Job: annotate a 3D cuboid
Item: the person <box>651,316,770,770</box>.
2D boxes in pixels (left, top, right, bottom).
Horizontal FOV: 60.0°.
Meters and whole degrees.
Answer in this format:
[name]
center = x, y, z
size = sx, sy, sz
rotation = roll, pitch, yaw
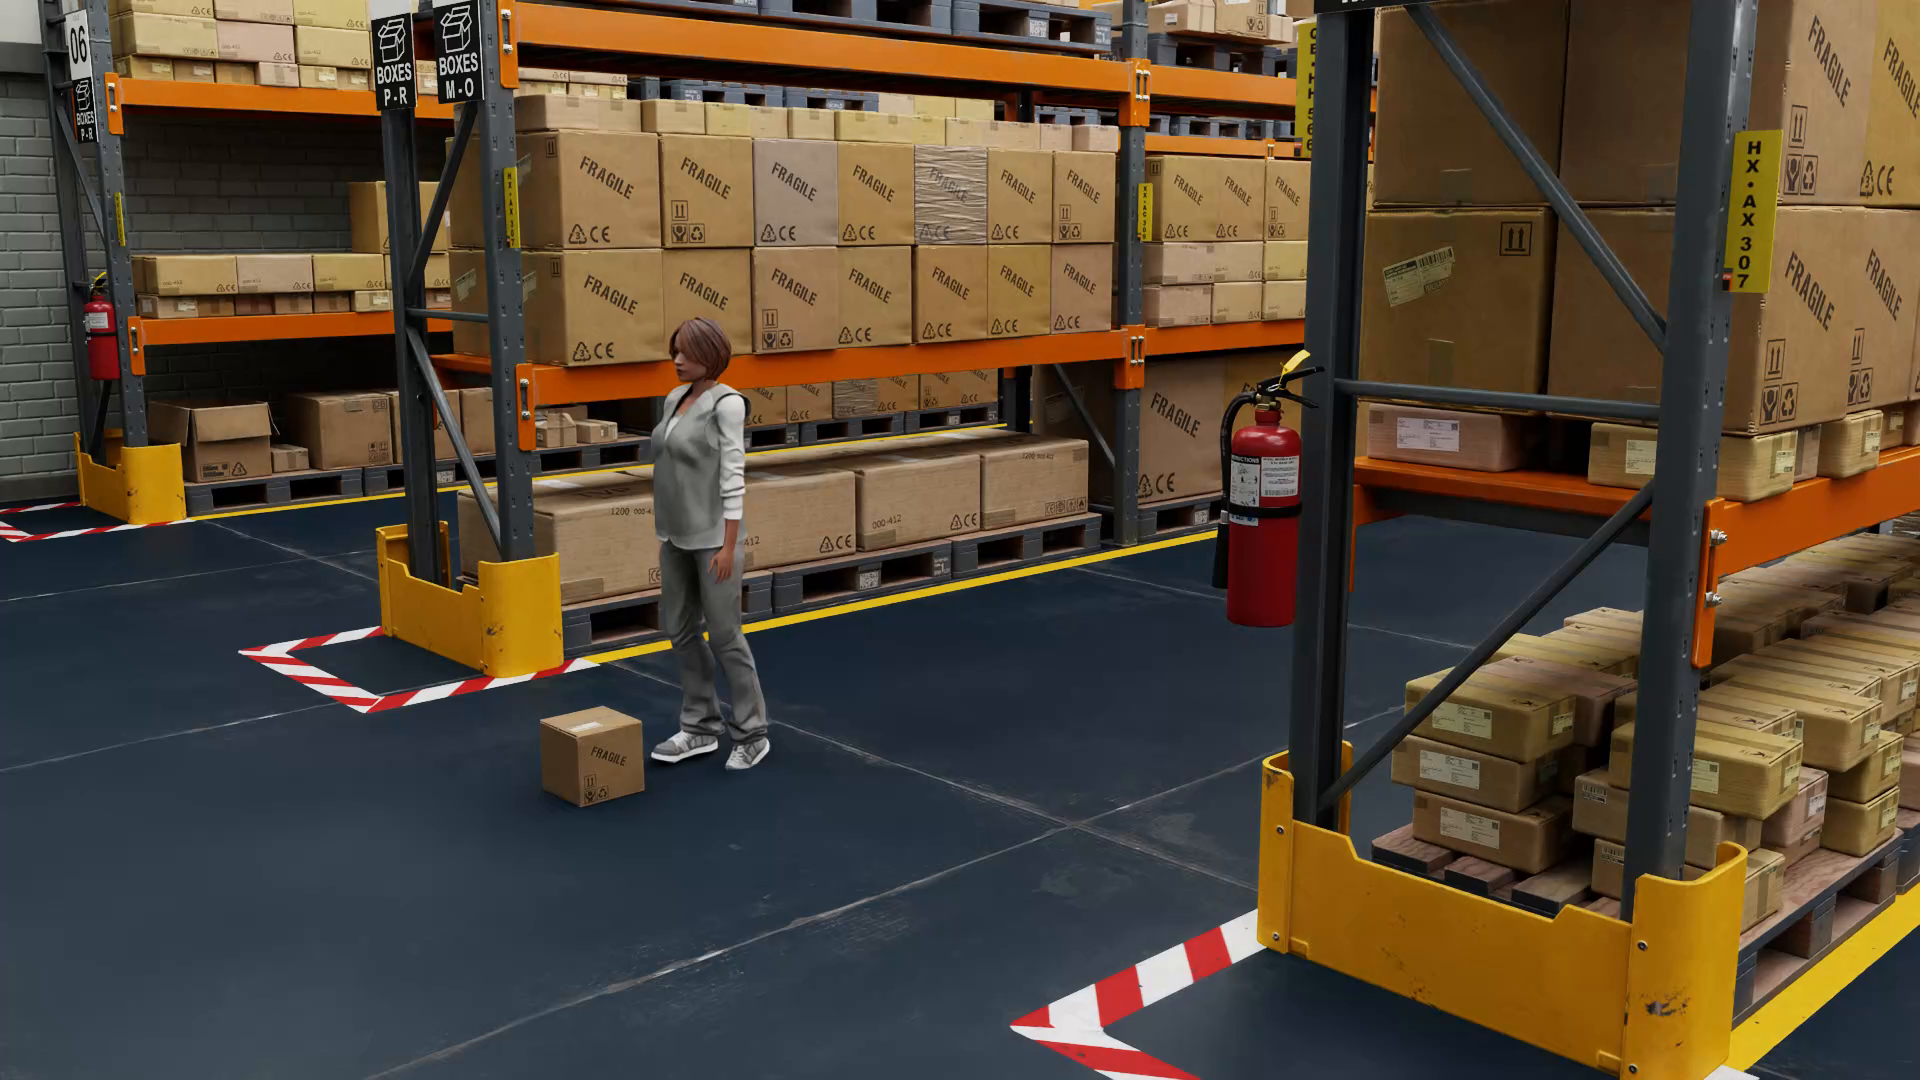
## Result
[person]
center = -0.902, 0.043, 5.876
size = 0.365, 1.654, 0.412
rotation = -10, 15, -42
